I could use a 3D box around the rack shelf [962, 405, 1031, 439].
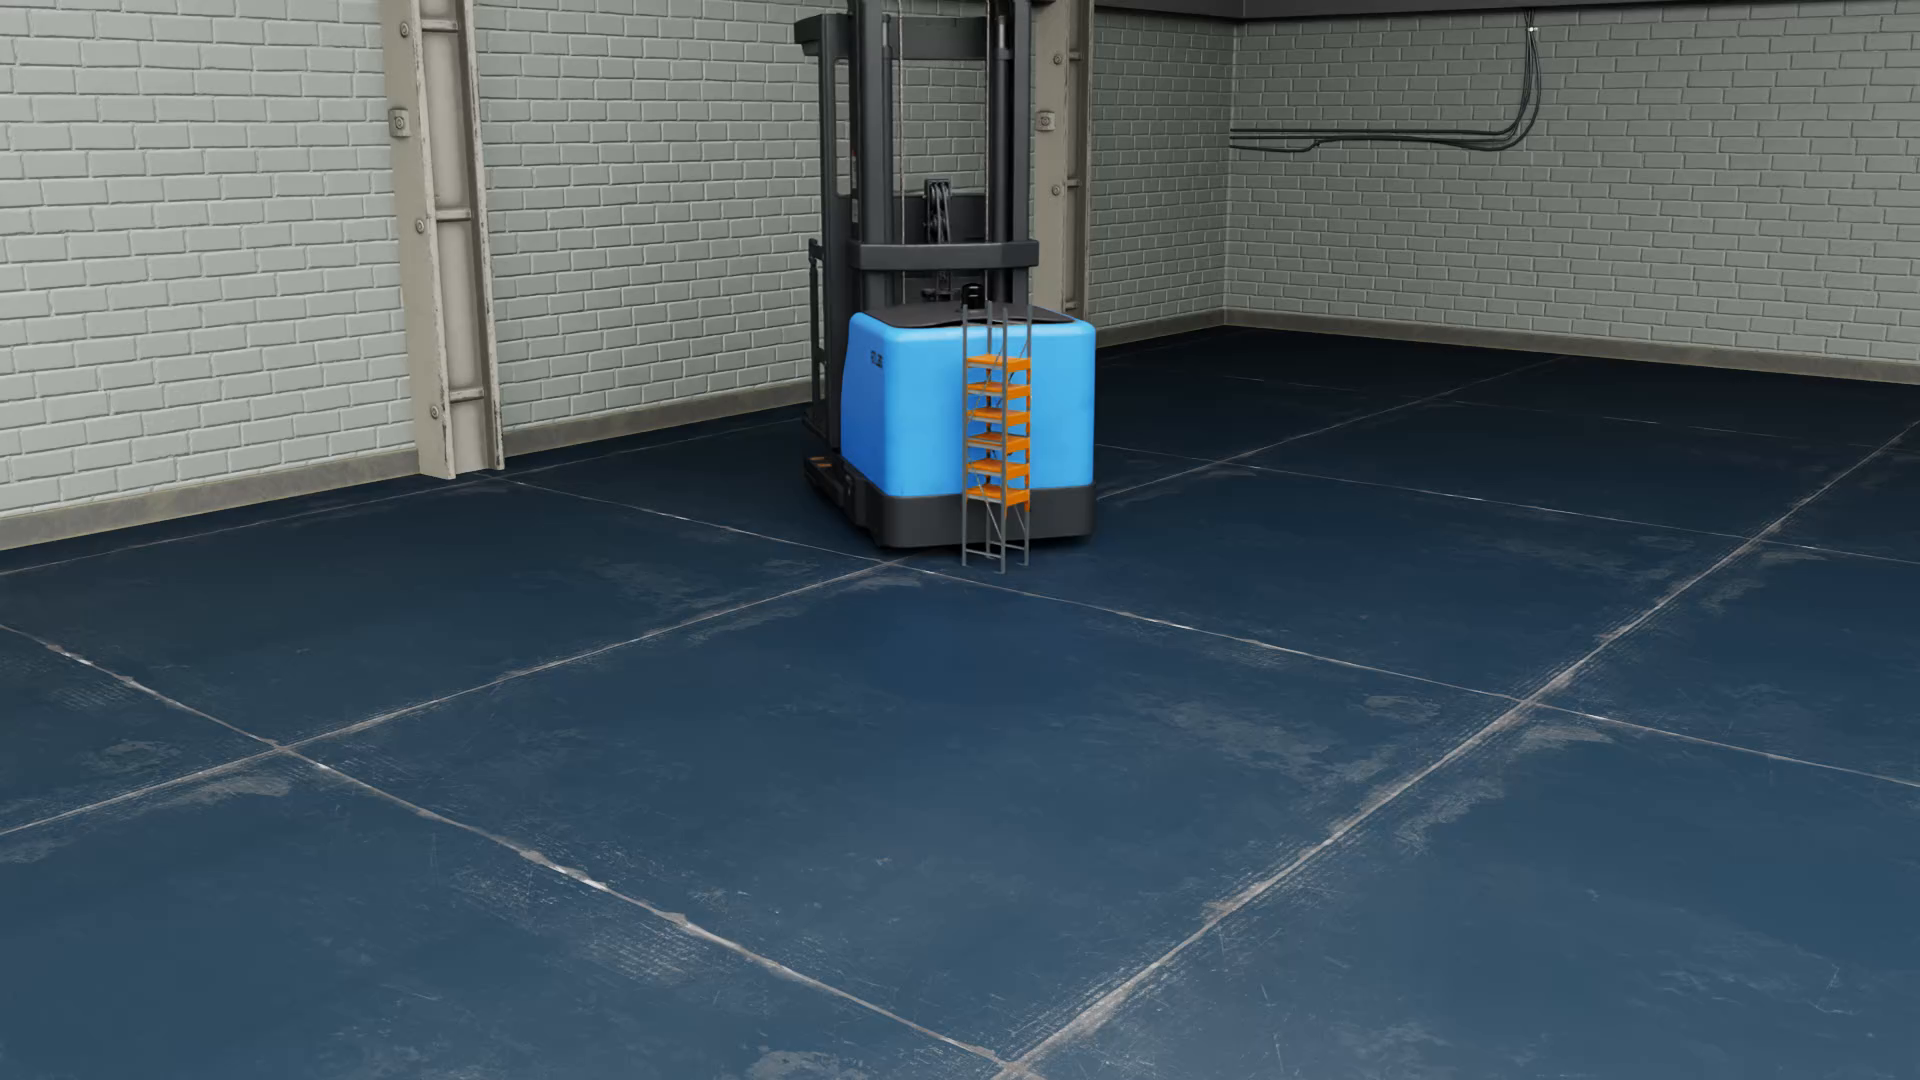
[{"bbox_3d":[0.164,-0.532,7.470,0.258,0.103,0.180,11,18,36],"label":"rack shelf"}]

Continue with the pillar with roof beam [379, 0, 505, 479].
[{"bbox_3d":[0.434,-4.102,5.992,9.100,9.000,0.400,11,18,38],"label":"pillar with roof beam"}]

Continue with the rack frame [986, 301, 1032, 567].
[{"bbox_3d":[0.219,-0.476,7.559,0.240,1.200,0.006,11,18,36],"label":"rack frame"}]

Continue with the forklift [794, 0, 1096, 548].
[{"bbox_3d":[-0.247,-1.701,8.866,1.130,2.935,3.031,-4,15,-16],"label":"forklift"}]

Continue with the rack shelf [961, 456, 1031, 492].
[{"bbox_3d":[0.163,-0.299,7.530,0.258,0.103,0.180,11,18,36],"label":"rack shelf"}]

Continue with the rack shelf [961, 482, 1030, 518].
[{"bbox_3d":[0.163,-0.183,7.560,0.258,0.103,0.180,11,18,36],"label":"rack shelf"}]

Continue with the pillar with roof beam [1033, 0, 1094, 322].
[{"bbox_3d":[4.205,-5.251,10.515,9.100,9.000,0.400,11,18,38],"label":"pillar with roof beam"}]

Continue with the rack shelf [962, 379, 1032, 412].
[{"bbox_3d":[0.164,-0.648,7.440,0.258,0.103,0.180,11,18,36],"label":"rack shelf"}]

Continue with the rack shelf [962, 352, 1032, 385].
[{"bbox_3d":[0.165,-0.764,7.410,0.258,0.103,0.180,11,18,36],"label":"rack shelf"}]

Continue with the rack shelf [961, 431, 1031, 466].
[{"bbox_3d":[0.163,-0.416,7.500,0.258,0.103,0.180,11,18,36],"label":"rack shelf"}]

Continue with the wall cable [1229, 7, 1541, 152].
[{"bbox_3d":[3.737,-4.771,14.935,3.097,2.526,0.112,11,18,38],"label":"wall cable"}]

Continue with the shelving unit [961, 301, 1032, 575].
[{"bbox_3d":[0.164,-0.459,7.489,0.258,1.200,0.189,11,18,36],"label":"shelving unit"}]

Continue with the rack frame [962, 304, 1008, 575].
[{"bbox_3d":[0.108,-0.441,7.419,0.240,1.200,0.006,11,18,36],"label":"rack frame"}]
